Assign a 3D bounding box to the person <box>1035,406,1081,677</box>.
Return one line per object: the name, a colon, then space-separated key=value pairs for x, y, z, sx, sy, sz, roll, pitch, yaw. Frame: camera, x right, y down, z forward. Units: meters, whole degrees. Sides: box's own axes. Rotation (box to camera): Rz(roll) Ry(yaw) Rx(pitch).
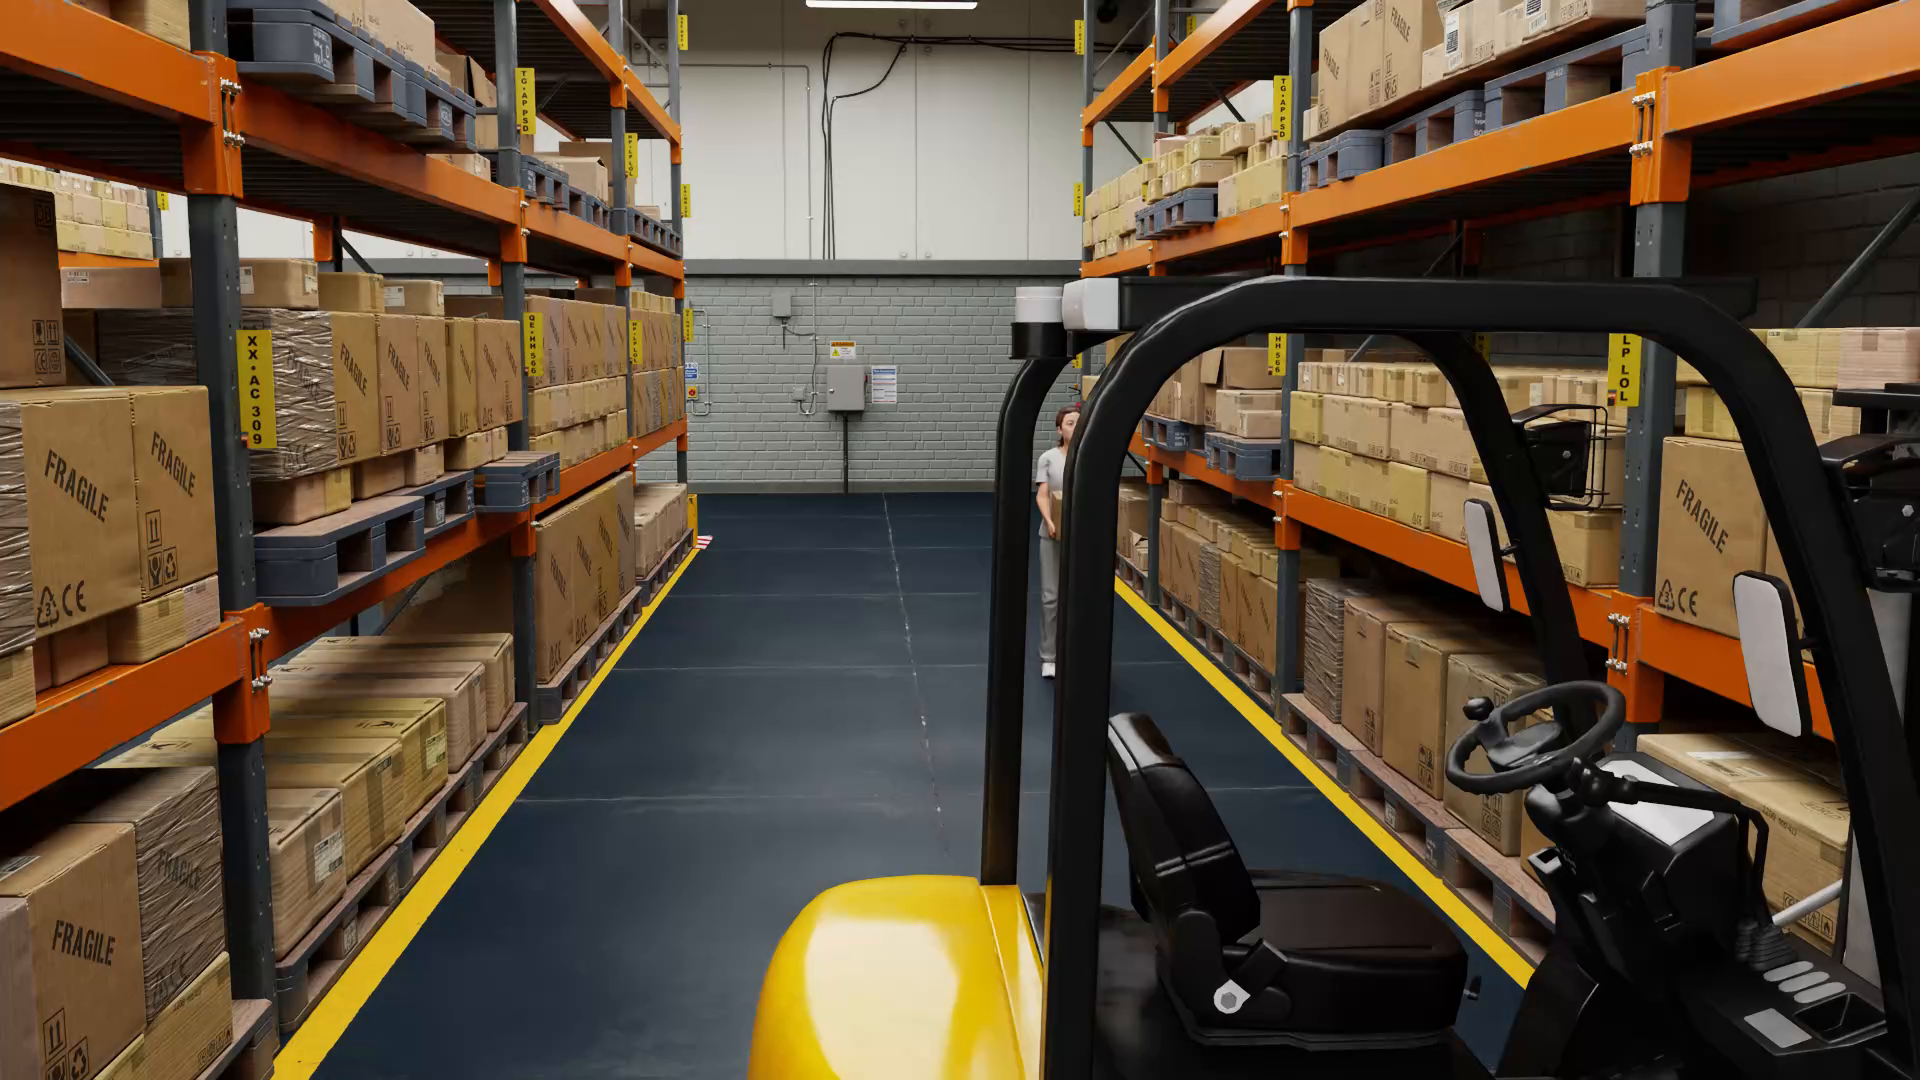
person: x=0.684 y=0.013 z=10.193 sx=0.438 sy=1.662 sz=0.560 roll=-1 pitch=7 yaw=-4
